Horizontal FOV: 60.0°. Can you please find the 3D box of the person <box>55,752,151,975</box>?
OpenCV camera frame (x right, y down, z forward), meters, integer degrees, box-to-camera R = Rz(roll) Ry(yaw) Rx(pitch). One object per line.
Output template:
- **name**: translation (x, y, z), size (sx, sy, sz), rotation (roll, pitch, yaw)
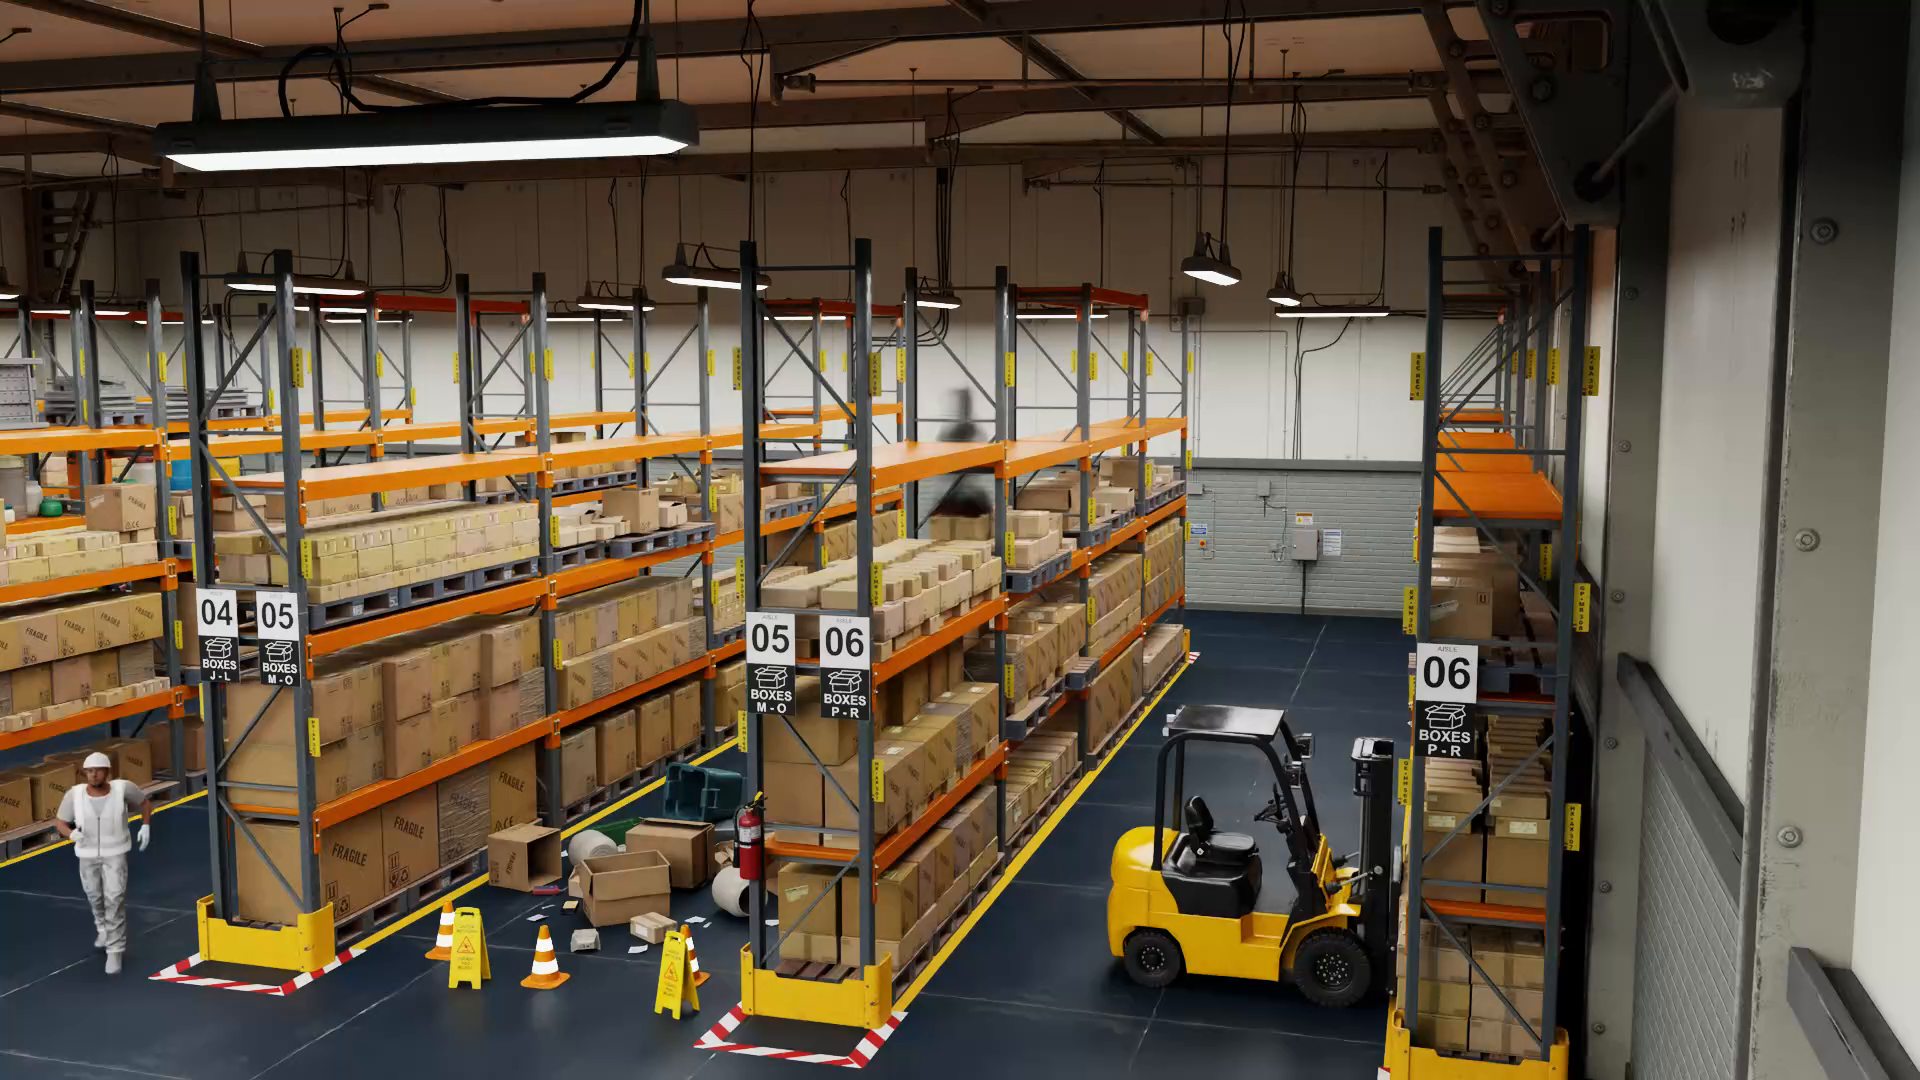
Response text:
- **person**: translation (-7.284, 2.700, 14.158), size (0.706, 1.841, 0.821), rotation (-2, 7, -16)
